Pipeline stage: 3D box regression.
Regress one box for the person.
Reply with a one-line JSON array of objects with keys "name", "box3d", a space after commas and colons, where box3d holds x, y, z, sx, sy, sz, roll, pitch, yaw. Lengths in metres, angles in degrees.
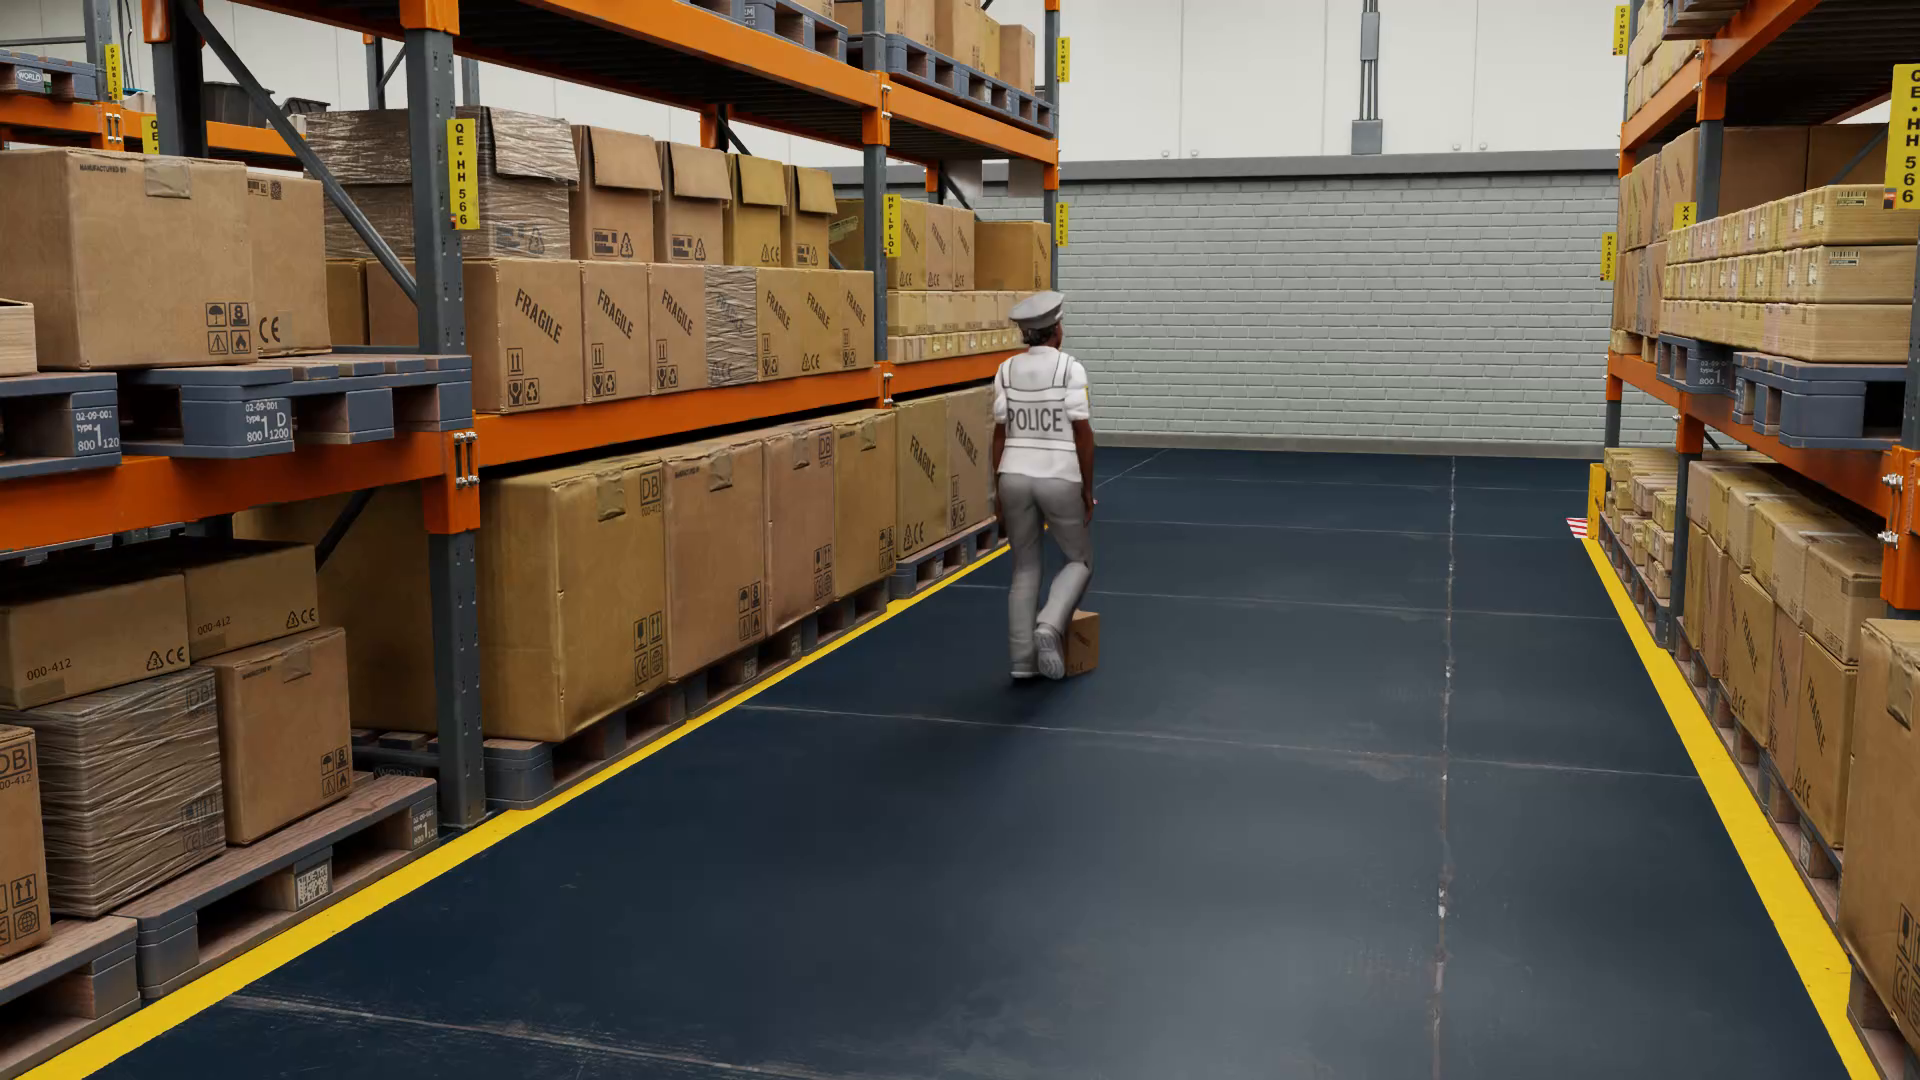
[{"name": "person", "box3d": [0.341, -0.223, 7.144, 0.480, 1.680, 0.490, 4, 9, 23]}]
